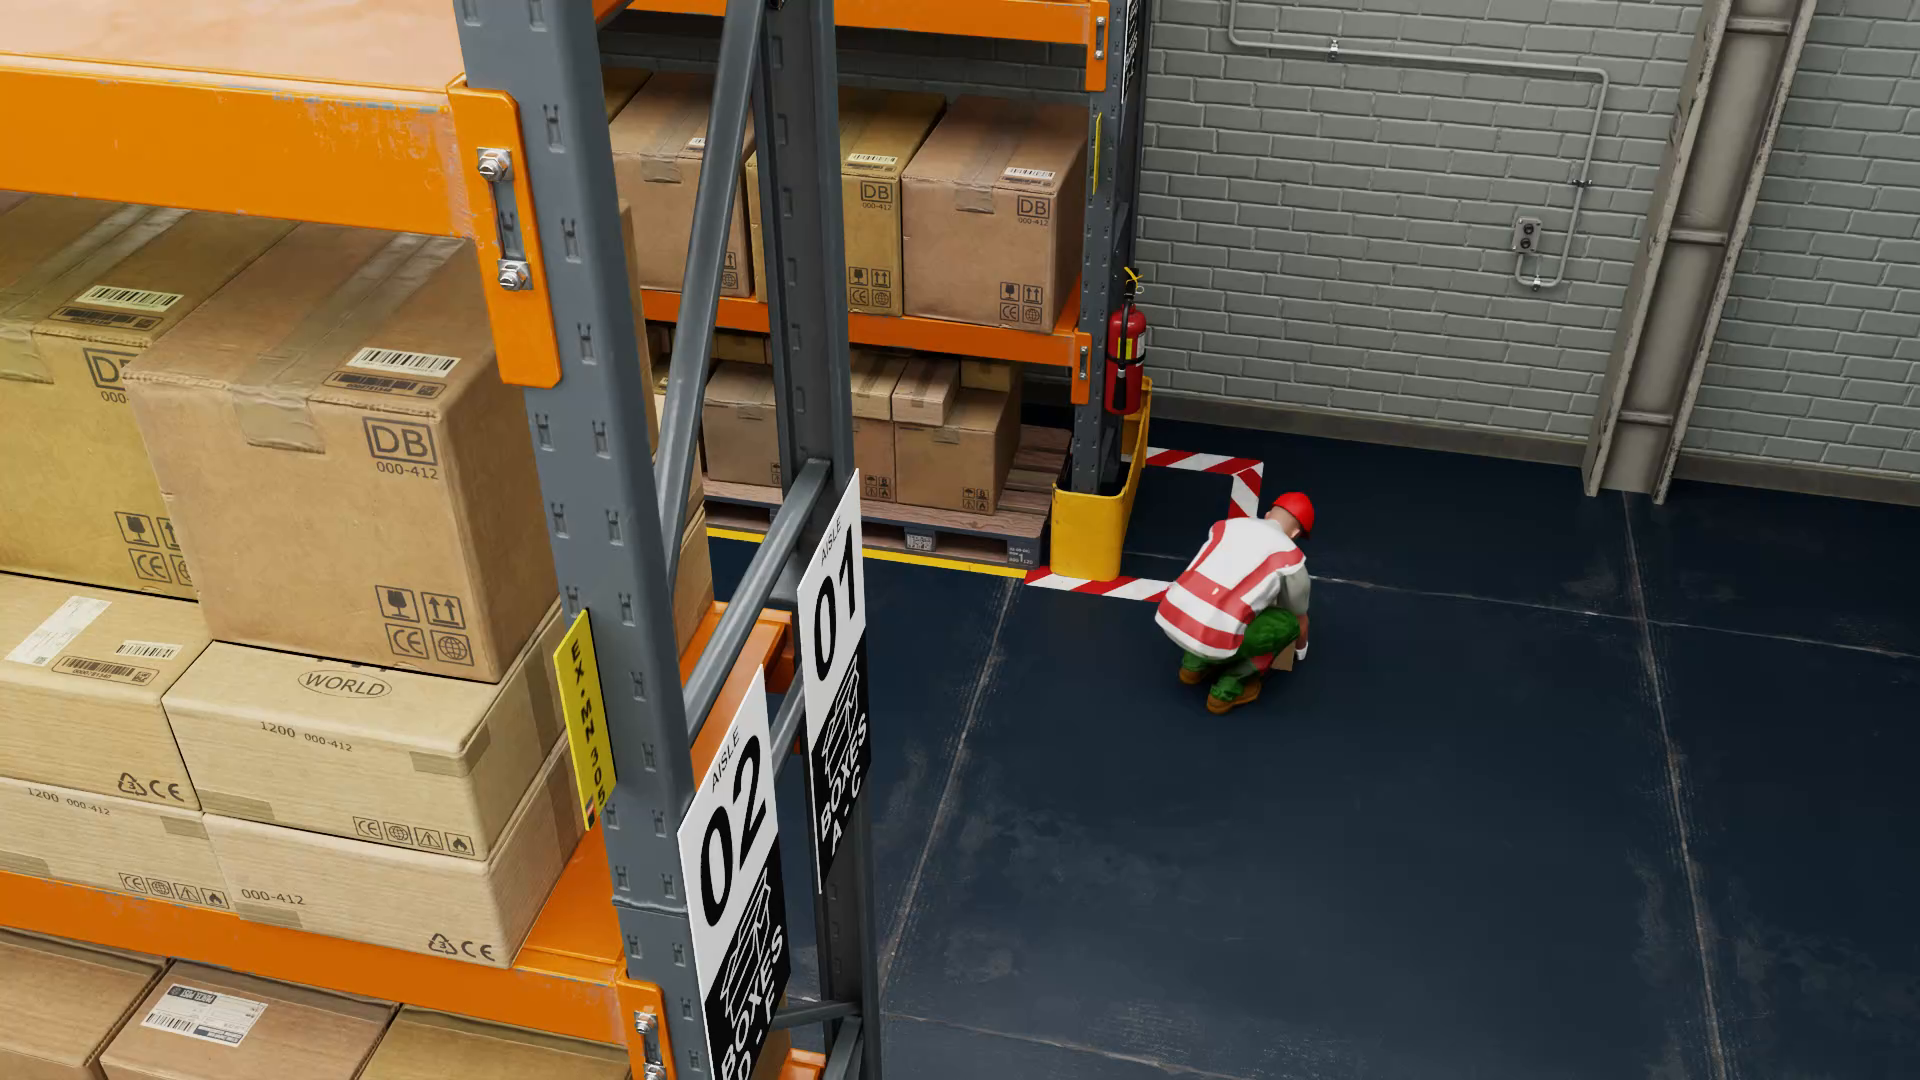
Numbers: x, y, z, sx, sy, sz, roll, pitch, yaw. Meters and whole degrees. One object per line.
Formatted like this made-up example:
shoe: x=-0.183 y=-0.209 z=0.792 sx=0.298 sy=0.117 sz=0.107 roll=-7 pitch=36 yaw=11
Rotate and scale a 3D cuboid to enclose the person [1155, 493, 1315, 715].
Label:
person: x=1.265 y=0.312 z=7.438 sx=0.929 sy=0.862 sz=0.540 roll=-27 pitch=44 yaw=-32
